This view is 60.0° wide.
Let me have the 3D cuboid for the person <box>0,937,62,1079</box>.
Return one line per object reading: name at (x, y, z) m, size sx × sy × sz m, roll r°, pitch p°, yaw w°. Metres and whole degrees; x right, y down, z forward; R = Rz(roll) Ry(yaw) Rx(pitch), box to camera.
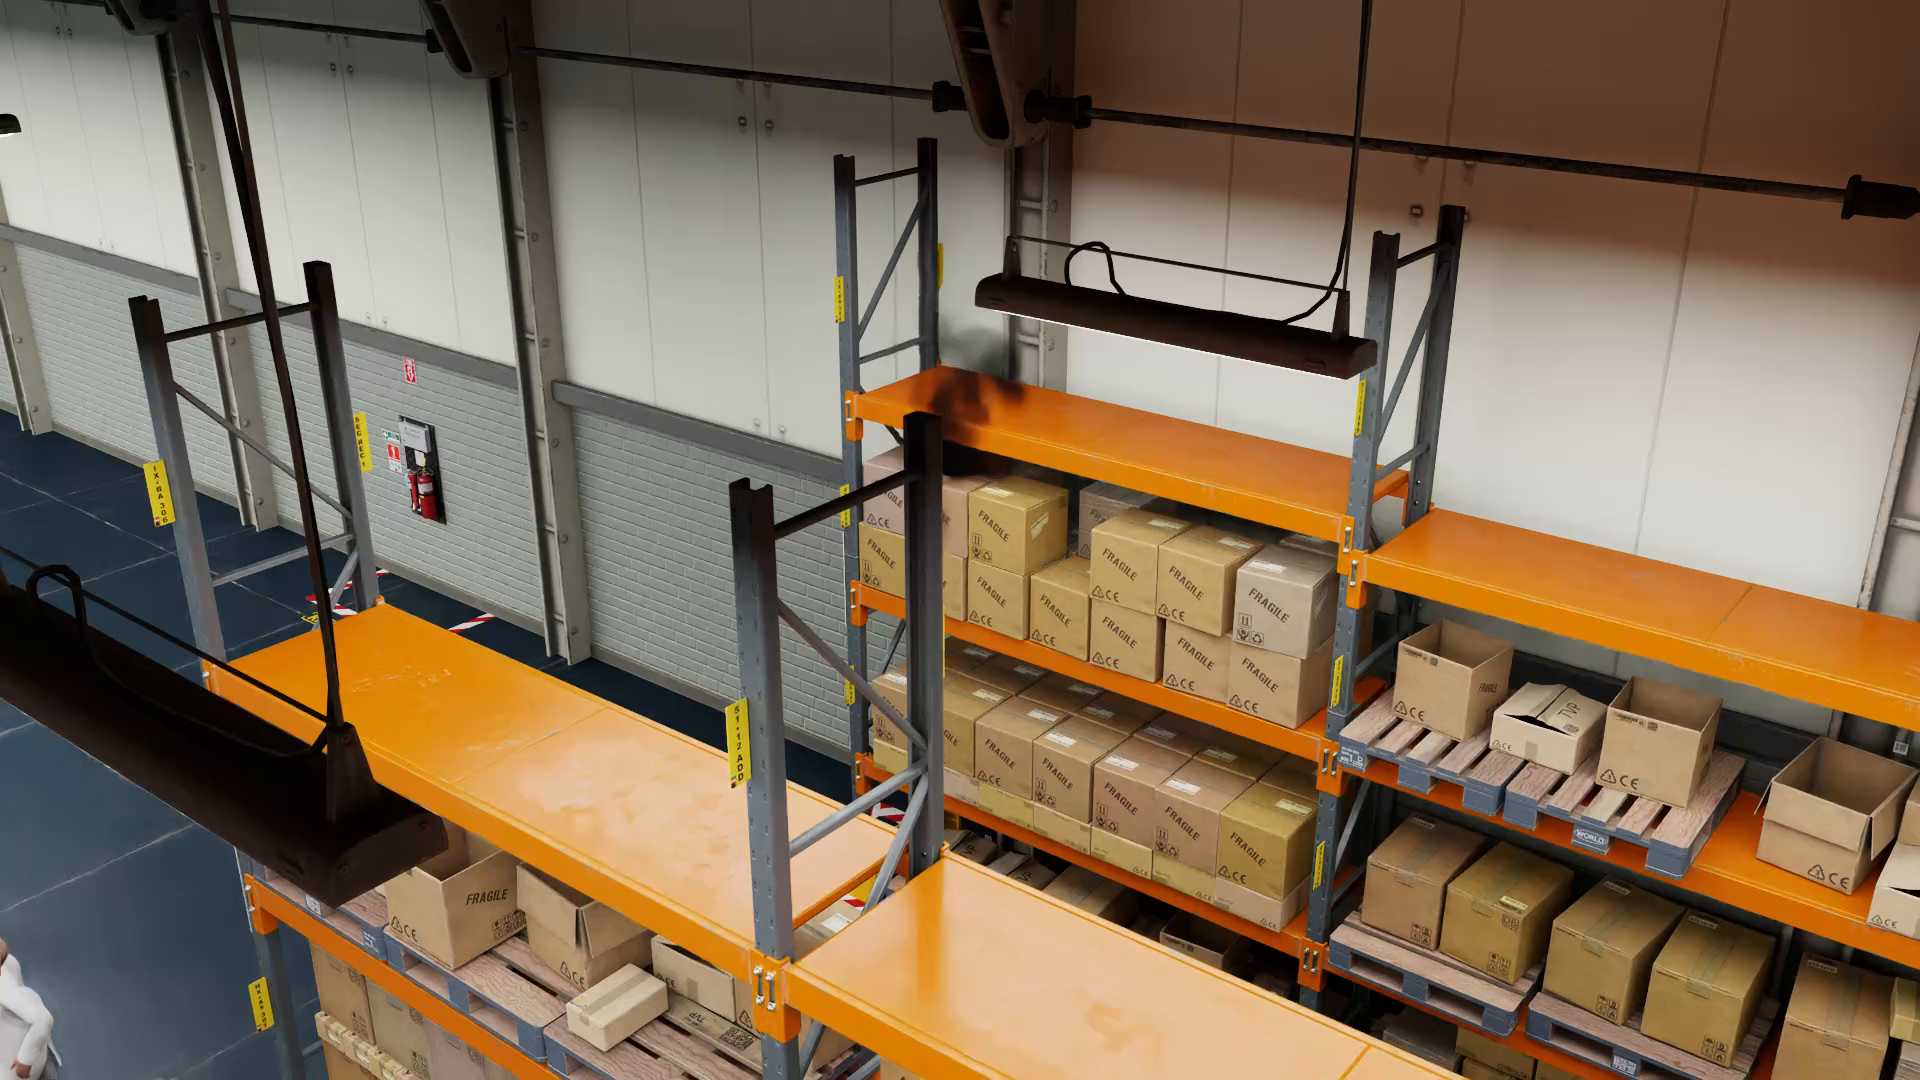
person at (-5.936, 3.295, 10.510) m, size 0.818 × 1.856 × 0.729 m, roll -10°, pitch 25°, yaw -22°
